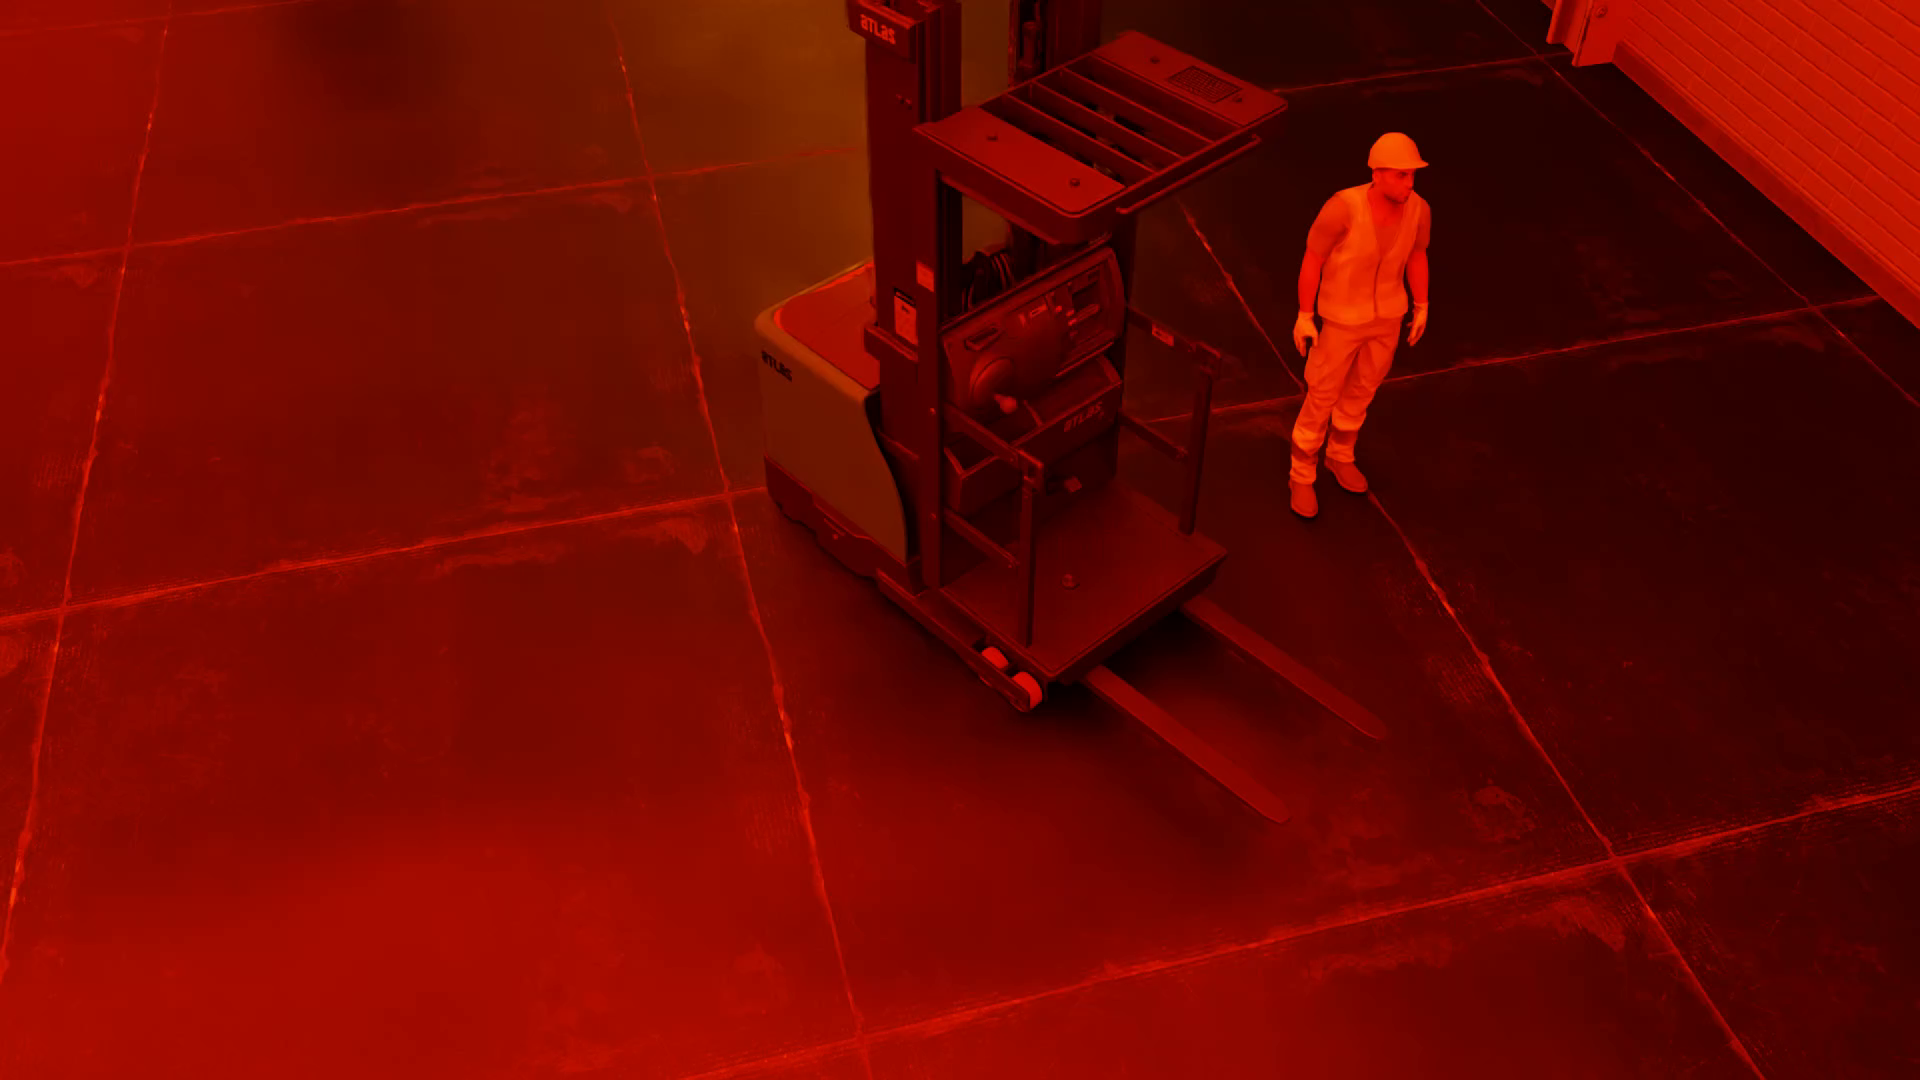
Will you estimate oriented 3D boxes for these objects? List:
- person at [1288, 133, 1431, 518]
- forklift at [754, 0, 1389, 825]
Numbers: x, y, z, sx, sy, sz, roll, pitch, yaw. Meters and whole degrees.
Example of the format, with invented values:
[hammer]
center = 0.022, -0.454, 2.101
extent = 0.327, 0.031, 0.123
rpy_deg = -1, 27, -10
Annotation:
[person]
center = 1.829, -0.958, 7.484
extent = 0.647, 1.793, 0.542
rpy_deg = -10, 44, -11
[forklift]
center = 0.446, -0.744, 6.433
extent = 1.130, 2.935, 3.031
rpy_deg = -32, 52, -29
